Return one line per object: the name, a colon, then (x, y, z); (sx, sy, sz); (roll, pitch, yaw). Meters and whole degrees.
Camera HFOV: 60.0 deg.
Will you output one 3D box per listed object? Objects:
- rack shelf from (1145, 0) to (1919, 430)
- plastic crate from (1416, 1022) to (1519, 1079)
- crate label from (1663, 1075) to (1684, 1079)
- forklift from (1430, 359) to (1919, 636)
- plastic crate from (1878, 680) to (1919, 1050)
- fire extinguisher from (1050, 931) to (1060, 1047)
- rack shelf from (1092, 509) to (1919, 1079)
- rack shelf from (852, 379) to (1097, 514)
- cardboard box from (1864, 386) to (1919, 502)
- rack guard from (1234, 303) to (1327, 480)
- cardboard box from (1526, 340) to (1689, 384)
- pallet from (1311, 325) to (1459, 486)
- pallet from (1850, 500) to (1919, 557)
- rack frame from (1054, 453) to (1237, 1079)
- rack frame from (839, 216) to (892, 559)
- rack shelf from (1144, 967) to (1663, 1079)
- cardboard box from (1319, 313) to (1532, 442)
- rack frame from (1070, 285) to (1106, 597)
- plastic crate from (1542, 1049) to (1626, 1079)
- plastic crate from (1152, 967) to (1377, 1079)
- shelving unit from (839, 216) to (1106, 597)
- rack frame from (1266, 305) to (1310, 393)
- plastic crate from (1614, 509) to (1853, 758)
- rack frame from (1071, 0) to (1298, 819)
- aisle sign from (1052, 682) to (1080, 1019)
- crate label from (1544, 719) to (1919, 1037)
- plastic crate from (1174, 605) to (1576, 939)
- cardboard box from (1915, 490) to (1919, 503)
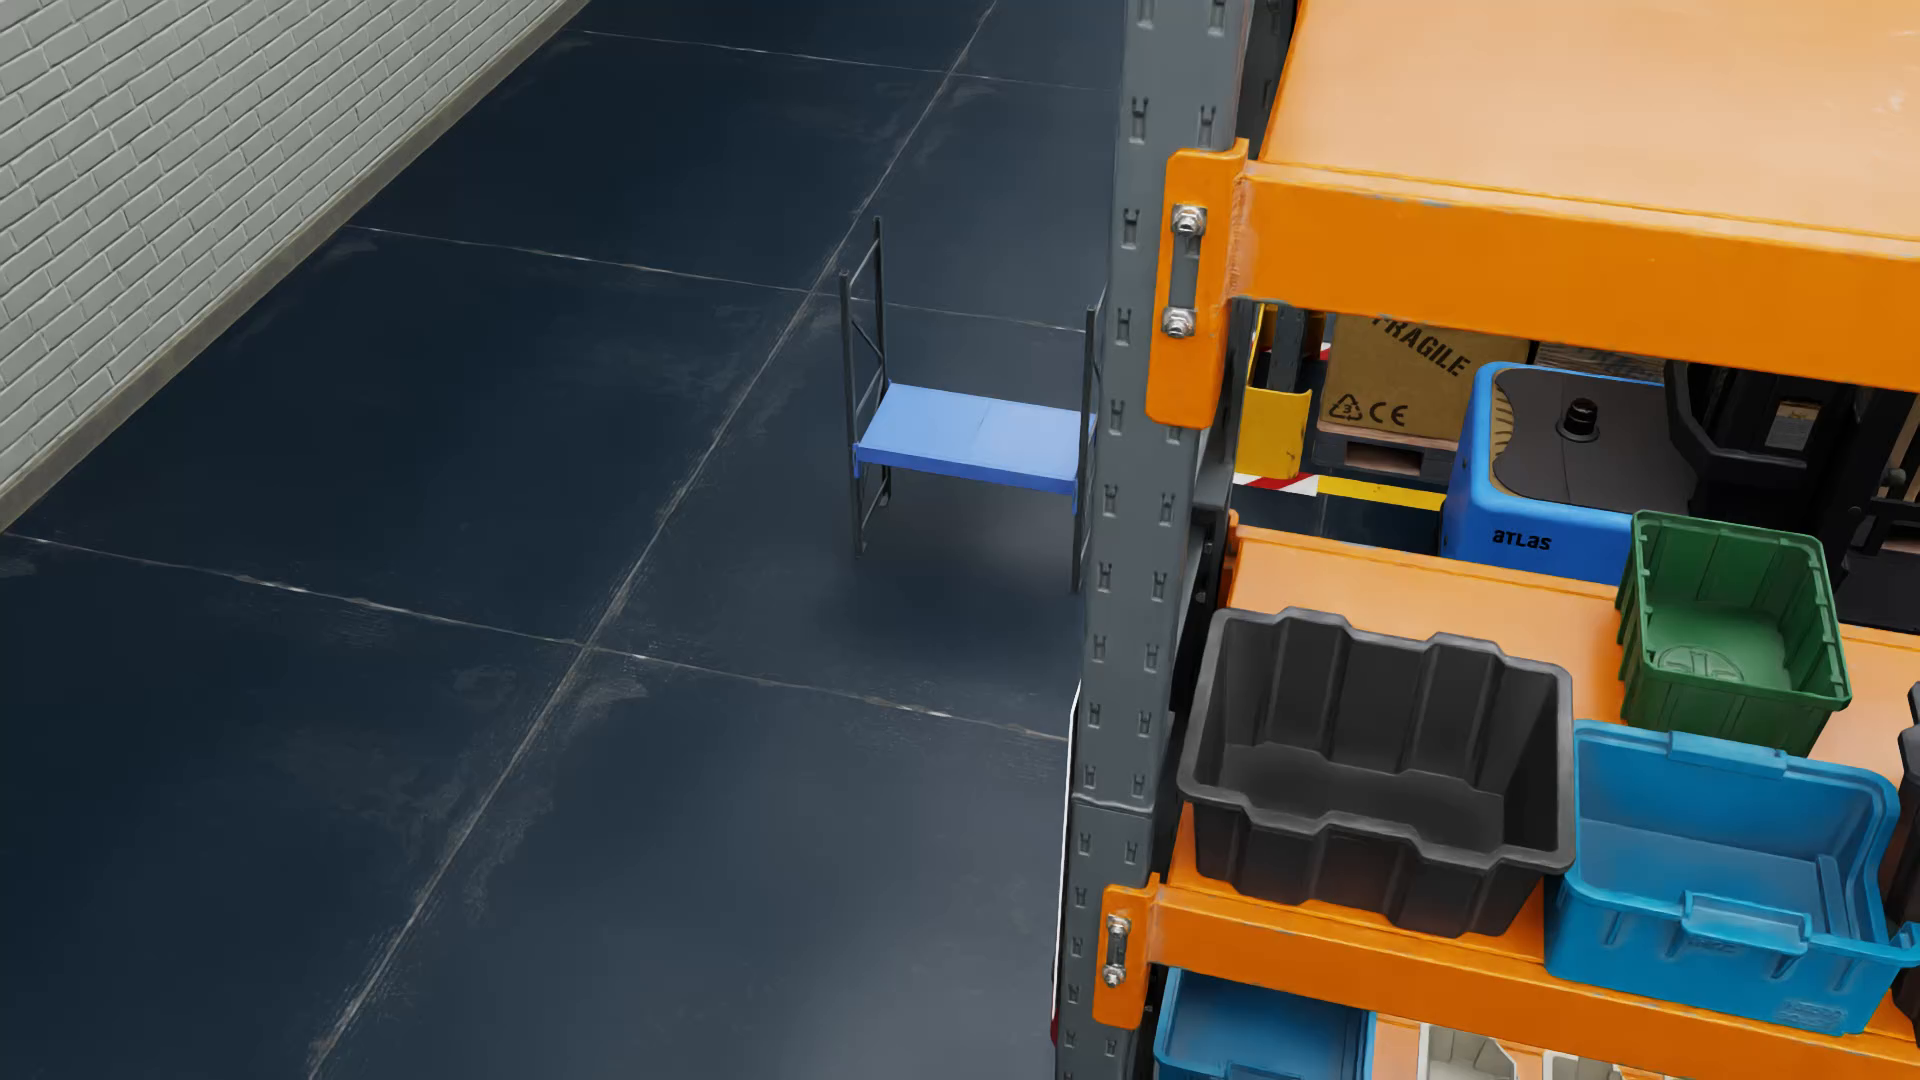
rack shelf: (2.296, -0.277, 1.953); (4.000, 0.370, 1.077); (10, 41, 11)
plastic crate: (1.199, 1.360, 3.957); (0.243, 0.136, 0.396); (10, 41, 11)
crate label: (1.750, 1.448, 3.852); (0.243, 0.136, 0.396); (10, 41, 11)
forklift: (3.509, -0.524, 6.095); (3.031, 2.935, 1.130); (10, 41, 11)
plastic crate: (1.769, 0.559, 2.468); (0.767, 0.338, 0.504); (10, 41, 11)
fire extinguisher: (0.336, 1.124, 4.429); (0.183, 0.674, 0.296); (10, 41, 11)
rack shelf: (2.296, 0.718, 2.789); (4.000, 0.370, 1.077); (10, 41, 11)
rack shelf: (0.082, -0.422, 7.366); (1.000, 0.185, 0.538); (10, 41, 11)
cardboard box: (4.022, -0.809, 7.707); (0.875, 0.875, 0.875); (10, 41, 11)
rack guard: (1.621, -0.865, 8.391); (0.348, 0.500, 1.175); (10, 41, 11)
cardboard box: (3.162, -0.957, 7.883); (0.875, 0.875, 0.875); (10, 41, 11)
pallet: (2.437, -0.666, 8.379); (1.213, 0.211, 1.003); (10, 41, 11)
pallet: (4.794, -0.260, 7.896); (1.213, 0.211, 1.003); (10, 41, 11)
rack frame: (0.364, 1.259, 3.919); (0.127, 3.000, 1.000); (10, 41, 11)
rack frame: (-0.409, -0.645, 7.351); (0.032, 1.500, 0.500); (10, 41, 11)
rack shelf: (2.296, 1.867, 3.754); (4.000, 0.370, 1.077); (10, 41, 11)
cardboard box: (2.283, -1.109, 8.063); (0.875, 0.875, 0.875); (10, 41, 11)
rack frame: (0.573, -0.476, 7.150); (0.032, 1.500, 0.500); (10, 41, 11)
plastic crate: (1.475, 1.417, 3.889); (0.243, 0.136, 0.396); (10, 41, 11)
plastic crate: (0.736, 1.162, 3.960); (0.499, 0.435, 0.616); (10, 41, 11)
shelving unit: (0.082, -0.560, 7.251); (1.048, 1.500, 0.538); (10, 41, 11)
rack frame: (1.644, -1.818, 7.582); (0.127, 3.000, 1.000); (10, 41, 11)
plastic crate: (1.391, 0.178, 3.038); (0.336, 0.188, 0.450); (10, 41, 11)
rack frame: (0.364, -1.038, 1.989); (0.127, 3.000, 1.000); (10, 41, 11)
aisle sign: (0.218, 0.436, 2.877); (0.004, 0.787, 0.394); (10, 41, 11)
crate label: (1.172, 0.521, 2.580); (0.502, 0.251, 0.408); (10, 41, 11)
plastic crate: (0.664, 0.398, 2.714); (0.590, 0.269, 0.497); (10, 41, 11)
cardboard box: (4.891, -0.660, 7.529); (0.875, 0.875, 0.875); (10, 41, 11)
